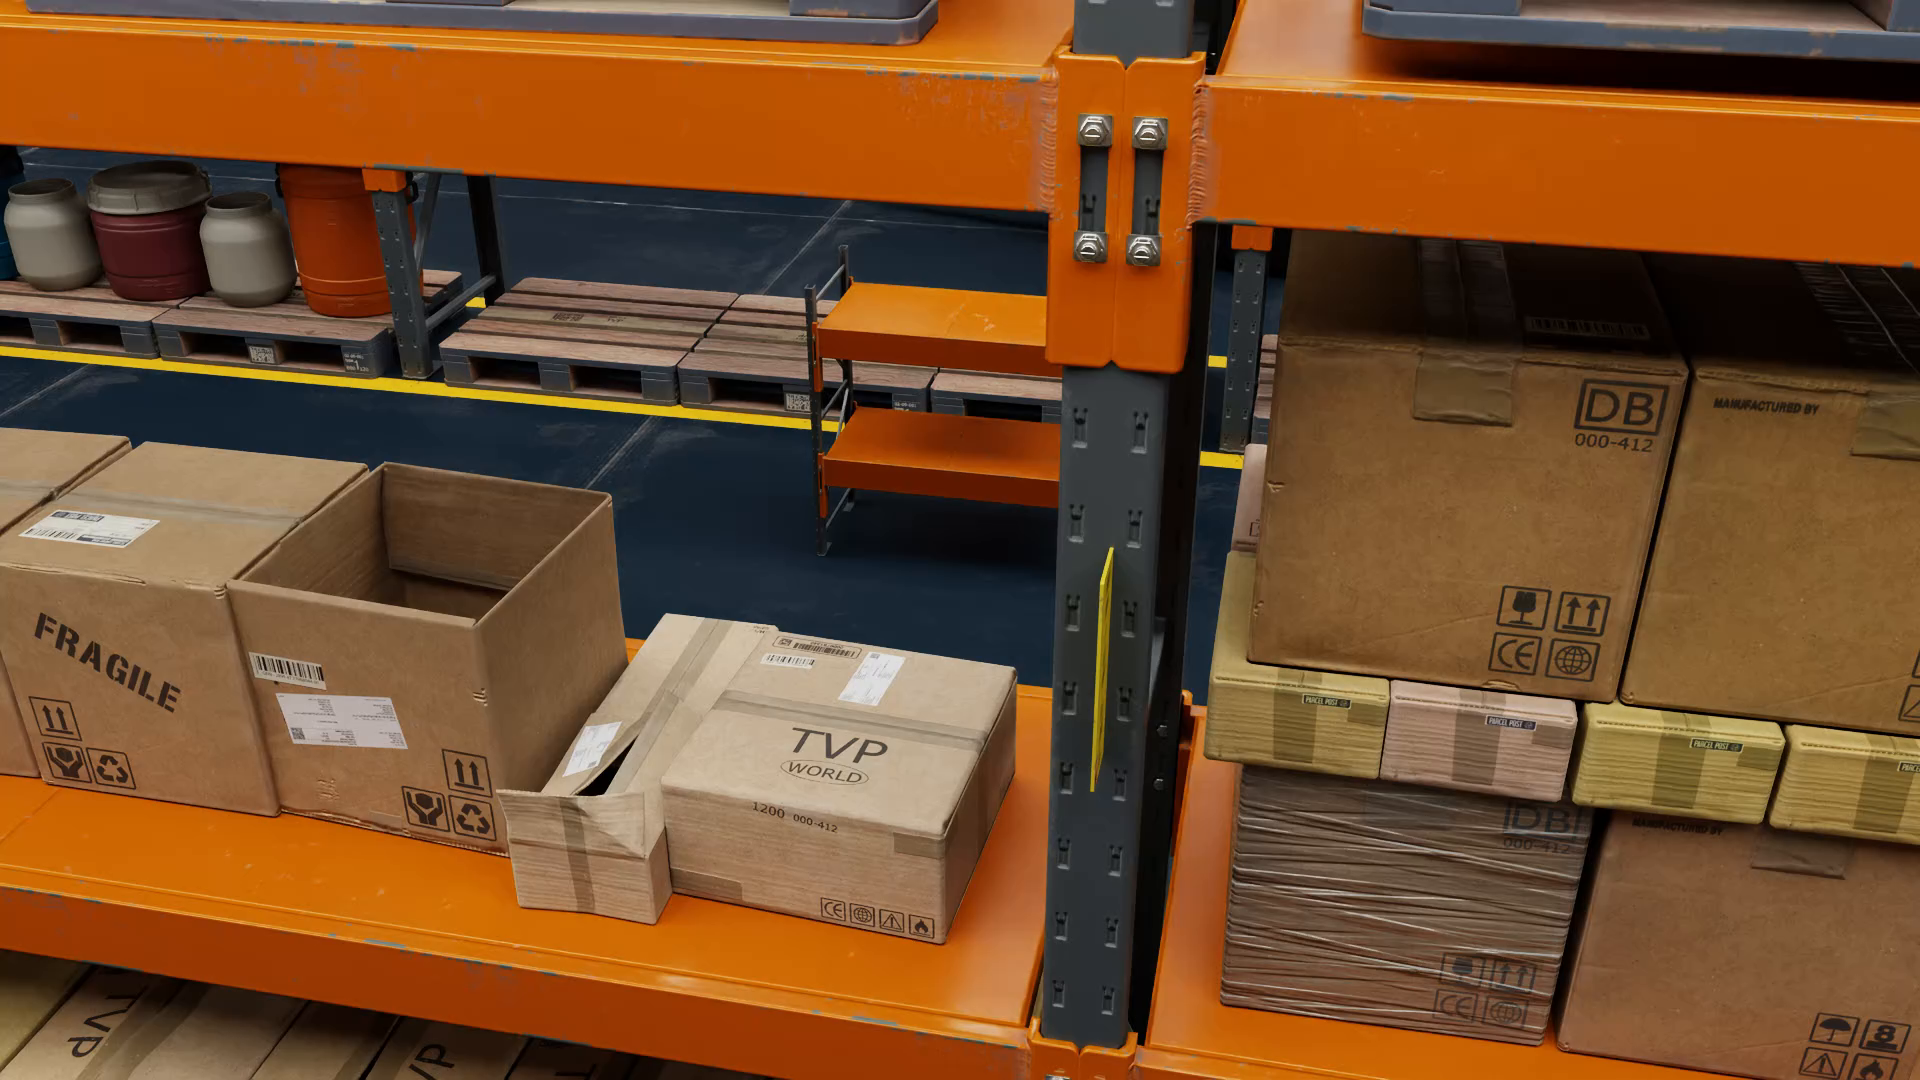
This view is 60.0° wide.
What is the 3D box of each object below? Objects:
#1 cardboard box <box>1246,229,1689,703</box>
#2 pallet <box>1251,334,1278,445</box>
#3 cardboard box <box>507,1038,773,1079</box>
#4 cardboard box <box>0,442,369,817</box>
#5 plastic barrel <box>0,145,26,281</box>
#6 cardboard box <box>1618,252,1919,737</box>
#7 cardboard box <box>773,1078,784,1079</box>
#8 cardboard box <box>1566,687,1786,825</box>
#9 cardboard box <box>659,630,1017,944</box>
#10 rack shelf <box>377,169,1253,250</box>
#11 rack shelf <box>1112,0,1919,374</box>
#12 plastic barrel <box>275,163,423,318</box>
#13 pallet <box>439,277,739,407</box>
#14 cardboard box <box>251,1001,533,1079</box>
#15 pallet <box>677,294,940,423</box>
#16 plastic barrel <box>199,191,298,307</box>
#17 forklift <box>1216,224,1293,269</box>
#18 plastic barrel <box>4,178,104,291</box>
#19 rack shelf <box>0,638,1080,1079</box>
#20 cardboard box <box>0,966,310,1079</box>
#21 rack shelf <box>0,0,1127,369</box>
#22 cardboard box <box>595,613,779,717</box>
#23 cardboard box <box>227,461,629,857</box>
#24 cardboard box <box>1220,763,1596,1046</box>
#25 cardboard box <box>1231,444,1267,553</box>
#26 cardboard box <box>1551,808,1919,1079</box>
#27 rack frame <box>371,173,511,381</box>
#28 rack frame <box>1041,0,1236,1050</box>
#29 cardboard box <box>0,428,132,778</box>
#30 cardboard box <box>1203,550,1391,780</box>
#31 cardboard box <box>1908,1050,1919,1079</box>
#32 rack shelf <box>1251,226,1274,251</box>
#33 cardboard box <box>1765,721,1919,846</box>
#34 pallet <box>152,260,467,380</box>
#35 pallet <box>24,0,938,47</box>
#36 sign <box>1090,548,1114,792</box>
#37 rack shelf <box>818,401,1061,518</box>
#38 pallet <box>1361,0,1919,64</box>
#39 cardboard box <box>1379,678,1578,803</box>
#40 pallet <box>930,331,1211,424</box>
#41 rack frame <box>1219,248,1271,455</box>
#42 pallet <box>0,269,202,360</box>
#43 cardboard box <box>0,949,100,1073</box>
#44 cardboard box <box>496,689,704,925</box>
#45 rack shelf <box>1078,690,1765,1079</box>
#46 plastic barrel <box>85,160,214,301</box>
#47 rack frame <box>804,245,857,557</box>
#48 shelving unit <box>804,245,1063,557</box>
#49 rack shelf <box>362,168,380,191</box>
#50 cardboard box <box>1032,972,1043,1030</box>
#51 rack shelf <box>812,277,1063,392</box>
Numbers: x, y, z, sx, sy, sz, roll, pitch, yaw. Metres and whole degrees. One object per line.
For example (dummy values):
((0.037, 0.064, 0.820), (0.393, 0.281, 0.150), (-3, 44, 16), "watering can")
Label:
((0.726, -0.181, 2.502), (0.500, 0.500, 0.700), (6, 29, 11), "cardboard box")
((1.977, -0.626, 7.673), (1.213, 0.211, 1.003), (6, 29, 11), "pallet")
((-0.675, 1.211, 3.257), (0.500, 0.311, 0.500), (7, 29, 12), "cardboard box")
((-1.462, 0.158, 3.233), (0.500, 0.500, 0.500), (6, 29, 11), "cardboard box")
((-5.274, -1.868, 8.787), (0.708, 0.901, 0.600), (6, 29, 11), "plastic barrel")
((1.220, -0.131, 2.411), (0.500, 0.500, 0.700), (6, 29, 10), "cardboard box")
((-0.165, 1.260, 3.167), (0.500, 0.311, 0.500), (6, 29, 11), "cardboard box")
((1.011, 0.230, 2.427), (0.250, 0.149, 0.380), (5, 29, 9), "cardboard box")
((-0.200, 0.427, 3.003), (0.500, 0.250, 0.500), (8, 30, 14), "cardboard box")
((-0.627, -1.821, 7.701), (4.000, 0.370, 1.077), (6, 29, 11), "rack shelf")
((2.247, -0.410, 2.000), (4.000, 0.370, 1.077), (6, 29, 11), "rack shelf")
((-3.065, -1.610, 8.390), (0.708, 0.830, 0.600), (6, 29, 11), "plastic barrel")
((-1.833, -1.018, 8.389), (1.213, 0.211, 1.003), (6, 29, 11), "pallet")
((-1.163, 1.160, 3.350), (0.500, 0.311, 0.500), (6, 29, 10), "cardboard box")
((-0.644, -0.894, 8.164), (1.213, 0.211, 1.003), (6, 29, 11), "pallet")
((-3.636, -1.486, 8.493), (0.421, 0.512, 0.421), (0, 29, 0), "plastic barrel")
((1.166, -3.213, 9.566), (3.031, 2.935, 1.130), (13, 31, 23), "forklift")
((-4.740, -1.599, 8.700), (0.421, 0.512, 0.421), (0, 29, 0), "plastic barrel")
((-1.665, 0.505, 3.453), (4.000, 0.370, 1.077), (6, 29, 11), "rack shelf")
((-1.654, 1.107, 3.445), (0.500, 0.311, 0.500), (5, 29, 10), "cardboard box")
((-1.665, -0.811, 2.733), (4.000, 0.370, 1.077), (6, 29, 11), "rack shelf")
((-0.533, 0.315, 3.312), (0.250, 0.149, 0.380), (6, 29, 11), "cardboard box")
((-0.972, 0.209, 3.141), (0.500, 0.500, 0.500), (8, 30, 14), "cardboard box")
((0.726, 0.388, 2.814), (0.500, 0.500, 0.700), (5, 29, 9), "cardboard box")
((0.601, -0.012, 2.868), (0.250, 0.149, 0.380), (6, 29, 11), "cardboard box")
((1.243, 0.438, 2.723), (0.500, 0.500, 0.700), (6, 29, 10), "cardboard box")
((-2.583, -2.337, 7.895), (0.127, 3.000, 1.000), (6, 29, 11), "rack frame")
((0.290, 0.392, 2.911), (0.053, 2.616, 0.949), (6, 29, 11), "rack frame")
((-1.977, 0.106, 3.329), (0.500, 0.500, 0.500), (4, 29, 8), "cardboard box")
((0.513, 0.180, 2.519), (0.250, 0.149, 0.380), (6, 29, 10), "cardboard box")
((1.733, 0.490, 2.628), (0.500, 0.500, 0.700), (6, 29, 11), "cardboard box")
((3.285, -1.420, 6.969), (4.000, 0.370, 1.077), (6, 29, 11), "rack shelf")
((1.268, 0.255, 2.380), (0.250, 0.149, 0.380), (6, 29, 10), "cardboard box")
((-3.363, -1.173, 8.673), (1.213, 0.211, 1.003), (6, 29, 11), "pallet")
((-0.575, -0.924, 2.390), (1.217, 0.209, 0.805), (5, 29, 9), "pallet")
((0.187, 0.173, 2.188), (0.005, 0.325, 0.100), (6, 29, 11), "sign")
((-0.007, -0.280, 6.599), (1.000, 0.278, 0.538), (6, 29, 11), "rack shelf")
((1.130, -0.813, 2.081), (1.213, 0.211, 1.003), (6, 29, 11), "pallet")
((0.759, 0.205, 2.473), (0.250, 0.149, 0.380), (6, 29, 11), "cardboard box")
((0.553, -0.773, 7.942), (1.213, 0.211, 1.003), (6, 29, 11), "pallet")
((1.329, -1.936, 7.162), (0.127, 3.000, 1.000), (6, 29, 11), "rack frame")
((-4.552, -1.297, 8.899), (1.213, 0.211, 1.003), (6, 29, 11), "pallet")
((-2.156, 1.056, 3.539), (0.500, 0.311, 0.500), (5, 29, 9), "cardboard box")
((-0.607, 0.447, 2.950), (0.258, 0.266, 0.396), (5, 29, 9), "cardboard box")
((2.247, 0.906, 2.720), (4.000, 0.370, 1.077), (6, 29, 11), "rack shelf")
((-4.169, -1.618, 8.655), (0.708, 0.588, 0.600), (6, 29, 11), "plastic barrel")
((-0.504, -0.545, 6.574), (0.032, 1.125, 0.500), (6, 29, 11), "rack frame")
((-0.007, -0.494, 6.481), (1.048, 1.125, 0.538), (6, 29, 11), "shelving unit")
((-4.539, -2.222, 8.434), (4.000, 0.370, 1.077), (6, 29, 11), "rack shelf")
((-0.061, 1.008, 3.628), (0.500, 0.311, 0.500), (6, 29, 11), "cardboard box")
((-0.007, -0.751, 6.341), (1.000, 0.278, 0.538), (6, 29, 11), "rack shelf")
